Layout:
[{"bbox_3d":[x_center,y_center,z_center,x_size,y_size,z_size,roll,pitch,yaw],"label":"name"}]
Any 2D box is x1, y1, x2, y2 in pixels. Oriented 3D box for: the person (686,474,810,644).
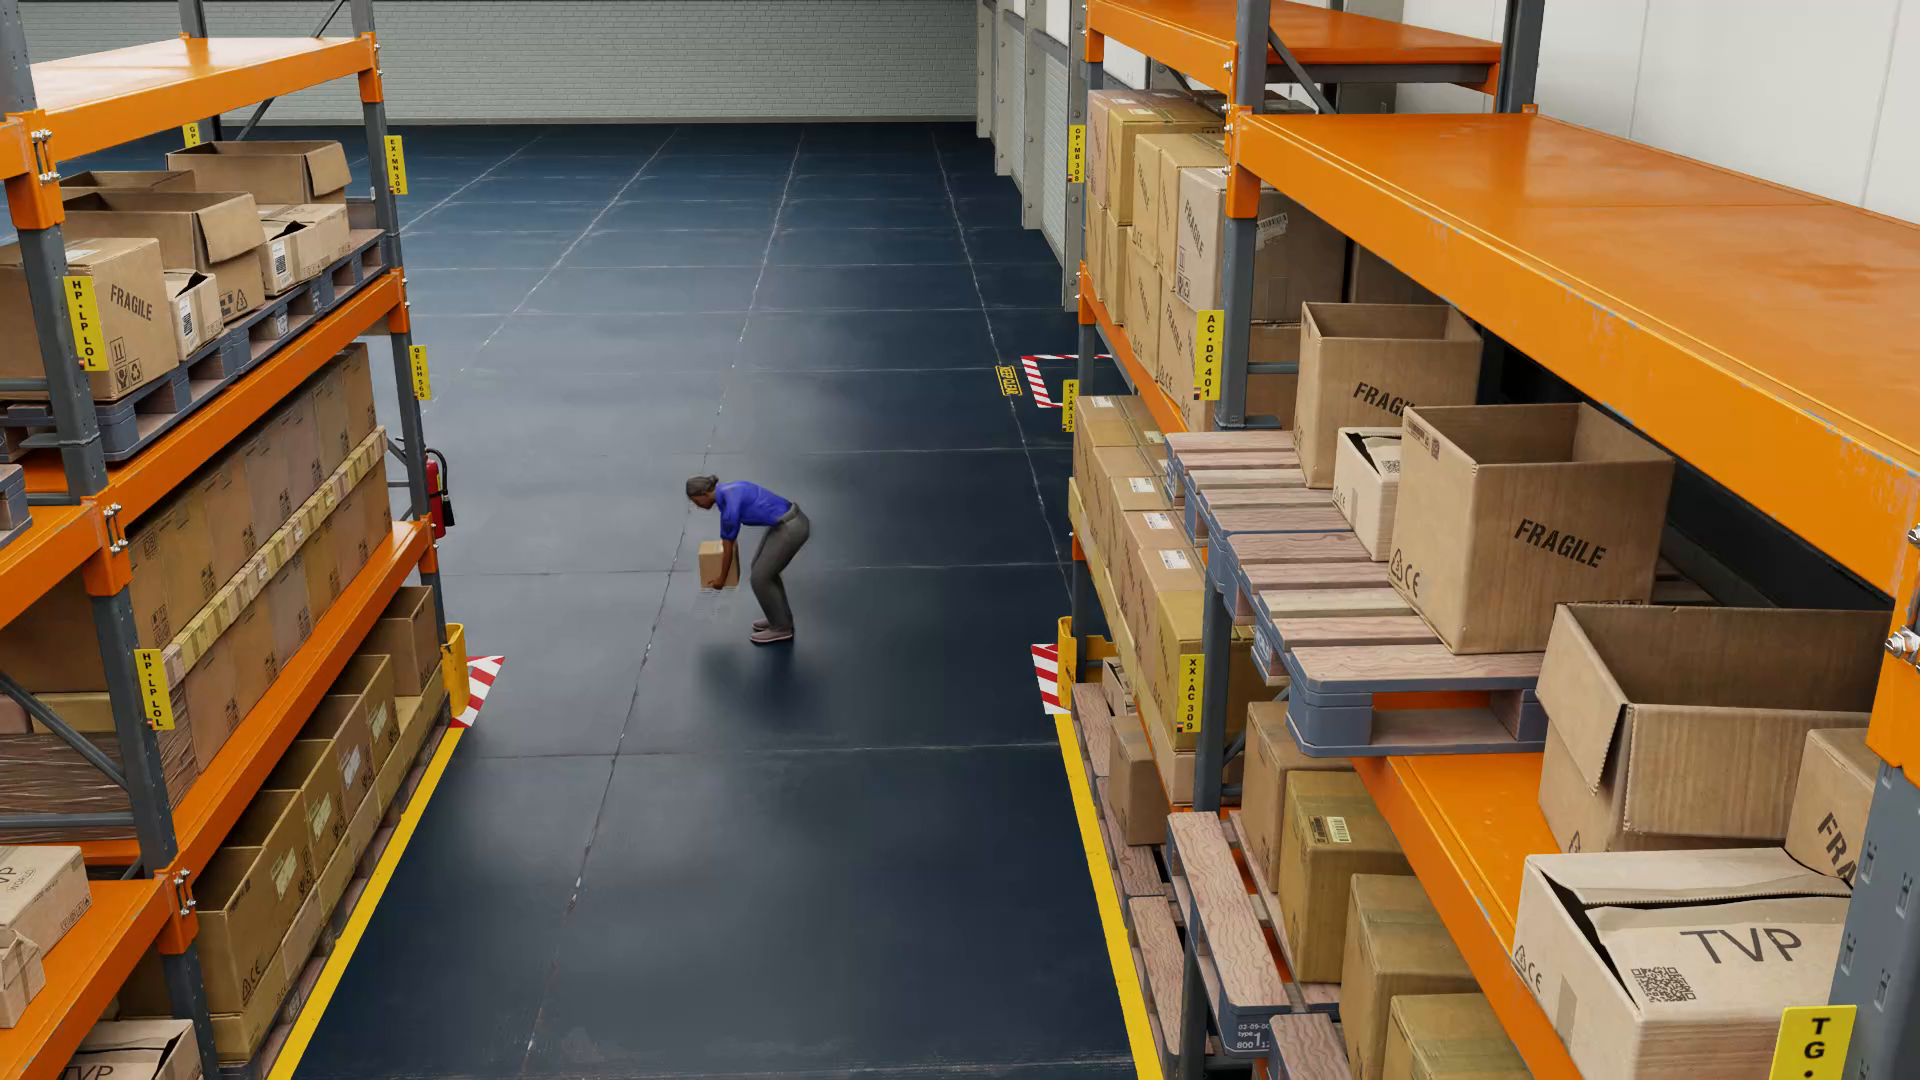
[{"bbox_3d":[-1.443,0.108,11.463,0.830,1.196,0.416,-2,21,-5],"label":"person"}]
